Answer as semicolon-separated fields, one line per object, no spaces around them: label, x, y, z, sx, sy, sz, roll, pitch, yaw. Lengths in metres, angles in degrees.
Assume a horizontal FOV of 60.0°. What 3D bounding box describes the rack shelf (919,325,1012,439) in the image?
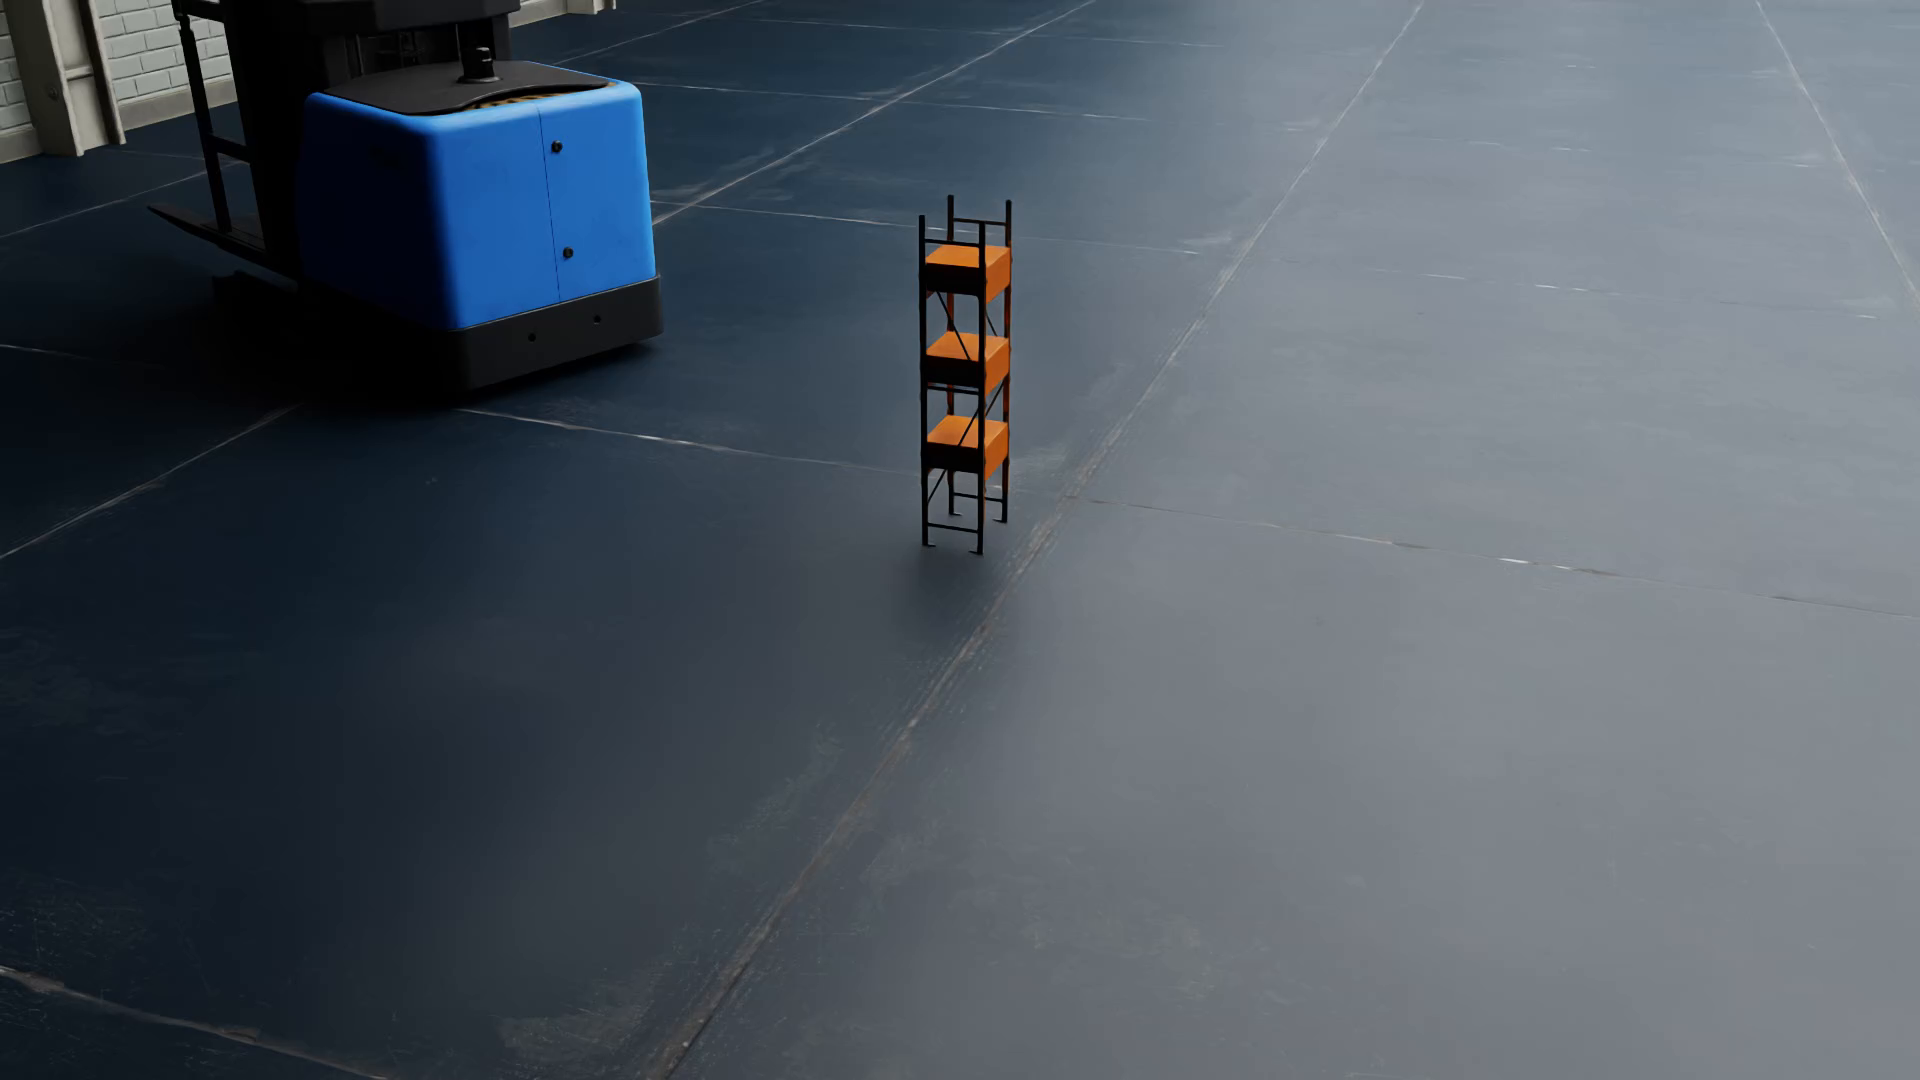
rack shelf;0.018;-0.485;5.071;0.215;0.259;0.240;9;27;17

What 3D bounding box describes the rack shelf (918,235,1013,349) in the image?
rack shelf;0.018;-0.740;4.948;0.215;0.259;0.240;9;27;17

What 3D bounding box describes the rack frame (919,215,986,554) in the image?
rack frame;-0.023;-0.444;4.963;0.200;1.050;0.008;9;27;17

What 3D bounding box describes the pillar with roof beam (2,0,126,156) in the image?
pillar with roof beam;-1.341;-5.842;6.990;9.100;9.000;0.400;9;27;17

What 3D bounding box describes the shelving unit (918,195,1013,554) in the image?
shelving unit;0.018;-0.495;5.067;0.215;1.050;0.252;9;27;17

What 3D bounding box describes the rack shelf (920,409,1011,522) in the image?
rack shelf;0.018;-0.235;5.192;0.215;0.259;0.240;9;27;17

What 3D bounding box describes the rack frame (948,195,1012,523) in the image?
rack frame;0.058;-0.545;5.170;0.200;1.050;0.008;9;27;17

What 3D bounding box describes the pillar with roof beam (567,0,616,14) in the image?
pillar with roof beam;0.655;-8.308;12.083;9.100;9.000;0.400;9;27;17

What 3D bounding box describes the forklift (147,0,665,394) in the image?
forklift;-2.638;-2.406;6.856;3.031;2.935;1.130;22;34;38
